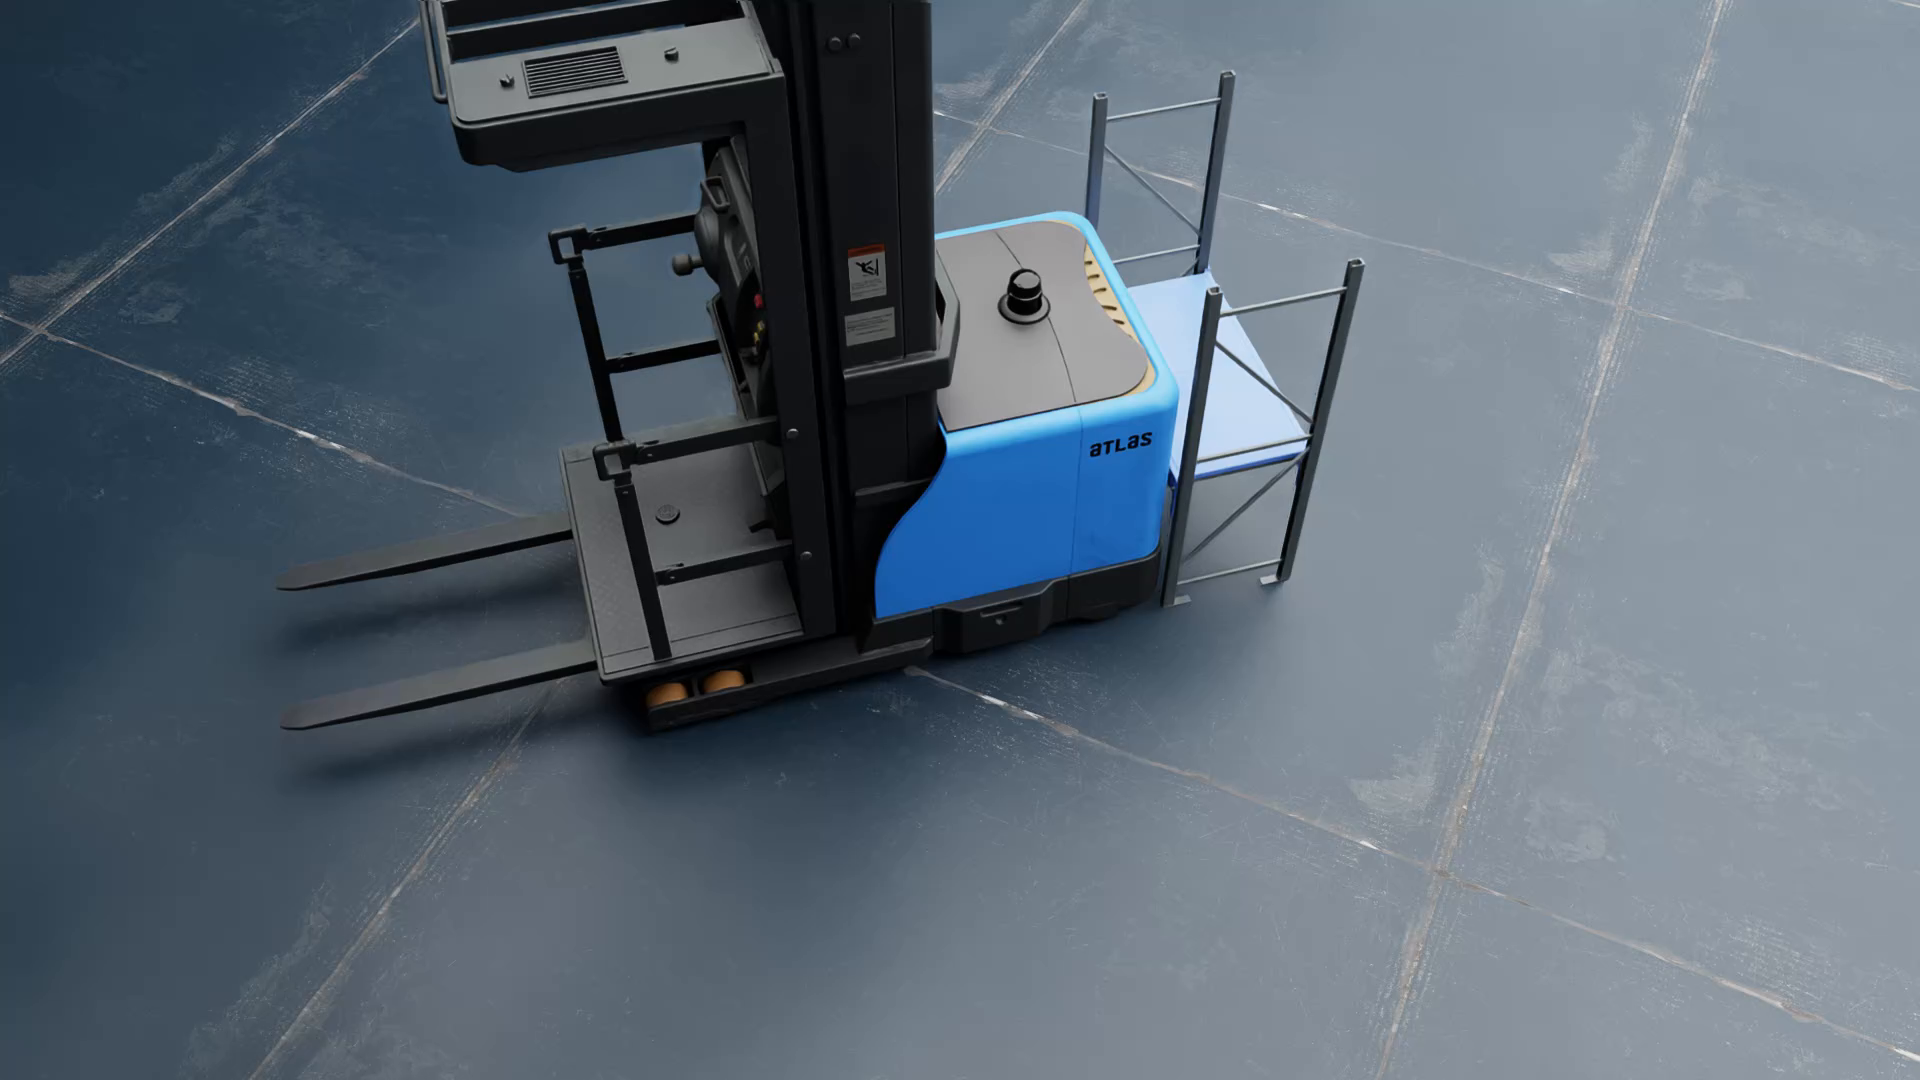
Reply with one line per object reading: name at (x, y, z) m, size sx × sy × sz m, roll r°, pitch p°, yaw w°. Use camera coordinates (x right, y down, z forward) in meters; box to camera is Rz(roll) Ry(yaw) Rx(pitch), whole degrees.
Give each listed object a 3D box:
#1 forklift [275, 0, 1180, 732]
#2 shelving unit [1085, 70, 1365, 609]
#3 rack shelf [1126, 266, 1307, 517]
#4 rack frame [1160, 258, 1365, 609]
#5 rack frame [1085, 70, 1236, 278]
forklift at (-0.861, -0.758, 4.970) m, size 3.031 × 2.935 × 1.130 m, roll -13°, pitch 51°, yaw -11°
shelving unit at (0.831, -0.672, 5.837) m, size 0.538 × 1.500 × 1.048 m, roll -12°, pitch 51°, yaw -10°
rack shelf at (0.831, -0.555, 5.974) m, size 0.538 × 0.185 × 1.000 m, roll -12°, pitch 51°, yaw -10°
rack frame at (0.972, -0.300, 5.520) m, size 0.500 × 1.500 × 0.032 m, roll -12°, pitch 51°, yaw -10°
rack frame at (0.689, -1.043, 6.153) m, size 0.500 × 1.500 × 0.032 m, roll -12°, pitch 51°, yaw -10°
